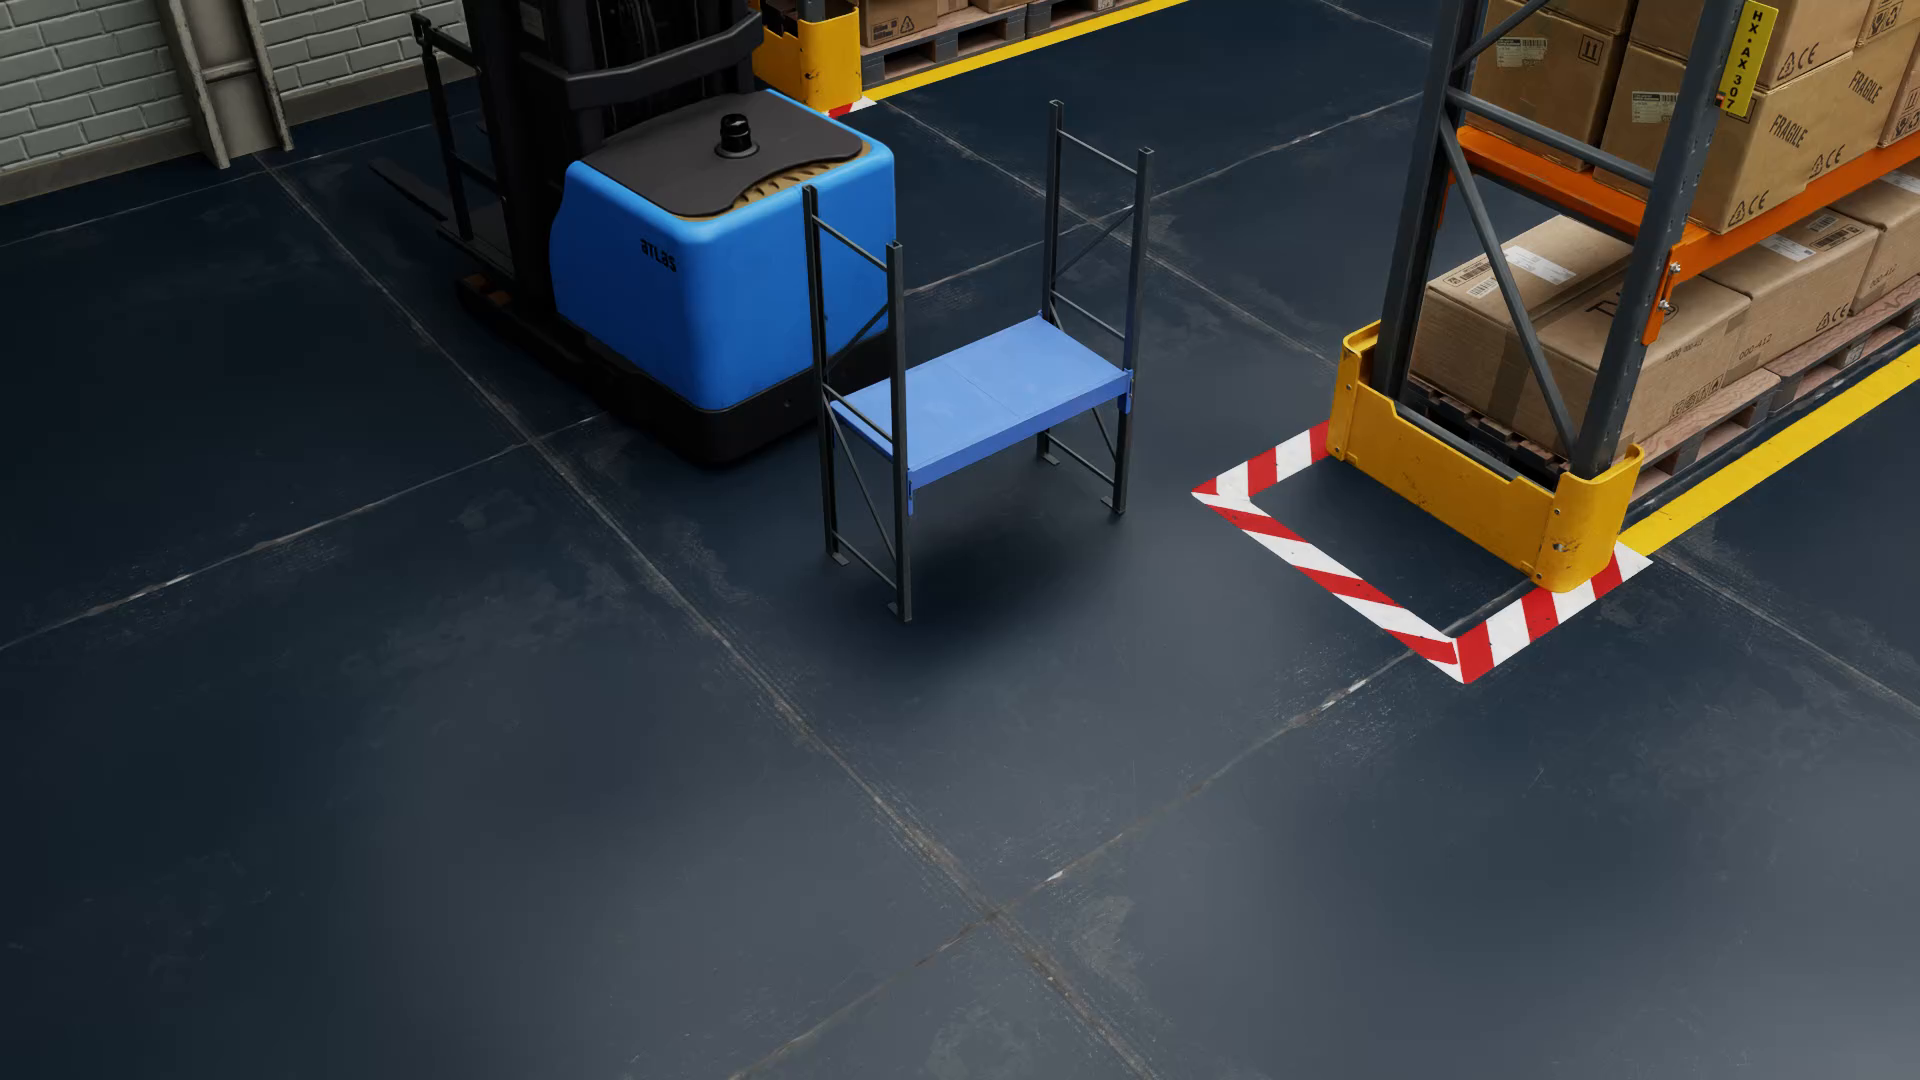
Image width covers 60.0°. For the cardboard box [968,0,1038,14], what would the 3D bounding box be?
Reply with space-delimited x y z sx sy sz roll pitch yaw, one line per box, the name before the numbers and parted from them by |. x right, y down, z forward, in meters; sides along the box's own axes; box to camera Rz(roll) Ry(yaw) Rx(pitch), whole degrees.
cardboard box | 0.174 -3.509 9.803 0.500 0.500 0.700 -24 45 -26

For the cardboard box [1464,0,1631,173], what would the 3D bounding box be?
cardboard box | 2.179 -1.677 5.851 0.500 0.500 0.500 -26 46 -28

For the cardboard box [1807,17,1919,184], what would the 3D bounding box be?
cardboard box | 2.897 -1.608 5.767 0.500 0.500 0.500 -27 46 -29

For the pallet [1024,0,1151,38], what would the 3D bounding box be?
pallet | 0.588 -3.542 10.402 1.213 0.211 1.003 -26 46 -28

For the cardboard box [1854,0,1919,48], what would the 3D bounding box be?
cardboard box | 2.917 -1.990 5.443 0.500 0.500 0.500 -27 47 -29

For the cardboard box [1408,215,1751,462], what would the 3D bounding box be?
cardboard box | 2.420 -0.796 6.545 0.875 0.438 0.875 -28 47 -29

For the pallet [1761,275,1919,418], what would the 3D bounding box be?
pallet | 3.510 -1.058 7.374 1.213 0.211 1.003 -26 46 -28

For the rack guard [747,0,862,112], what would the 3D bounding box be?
rack guard | -1.010 -2.877 9.363 0.348 0.500 1.175 -26 46 -28

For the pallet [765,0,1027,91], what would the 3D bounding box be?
pallet | -0.378 -3.074 9.830 1.213 0.211 1.003 -26 46 -28

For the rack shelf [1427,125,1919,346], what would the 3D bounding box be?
rack shelf | 3.543 -1.814 6.663 4.000 0.370 1.077 -26 46 -28

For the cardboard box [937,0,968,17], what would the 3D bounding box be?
cardboard box | -0.167 -3.207 9.711 0.250 0.149 0.380 -28 47 -30

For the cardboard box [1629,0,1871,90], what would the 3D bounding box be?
cardboard box | 2.511 -1.787 5.196 0.500 0.500 0.500 -27 46 -29

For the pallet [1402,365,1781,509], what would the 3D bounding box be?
pallet | 2.544 -0.589 6.802 1.213 0.211 1.003 -26 46 -28

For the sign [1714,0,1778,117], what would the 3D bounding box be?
sign | 2.291 -1.403 4.850 0.005 0.325 0.100 -26 46 -28

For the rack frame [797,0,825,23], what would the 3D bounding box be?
rack frame | -1.070 -3.814 8.534 0.127 3.000 1.000 -26 46 -28

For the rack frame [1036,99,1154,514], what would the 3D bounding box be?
rack frame | 0.471 -0.809 6.054 0.032 1.500 0.500 -26 46 -28

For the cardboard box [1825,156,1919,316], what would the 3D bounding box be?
cardboard box | 3.856 -1.502 7.405 0.875 0.438 0.875 -27 47 -29

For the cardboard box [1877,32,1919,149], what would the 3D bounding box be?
cardboard box | 3.311 -1.796 5.995 0.500 0.500 0.500 -26 46 -28

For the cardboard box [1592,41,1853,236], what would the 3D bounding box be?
cardboard box | 2.513 -1.399 5.511 0.500 0.500 0.500 -26 46 -28

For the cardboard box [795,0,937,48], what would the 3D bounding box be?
cardboard box | -0.528 -3.200 9.423 0.637 0.503 0.797 -28 47 -30

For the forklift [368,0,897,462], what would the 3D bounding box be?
forklift | -1.621 -2.275 6.712 1.130 2.935 3.031 -31 49 -32

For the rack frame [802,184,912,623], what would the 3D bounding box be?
rack frame | -0.335 -0.416 5.575 0.032 1.500 0.500 -26 46 -28

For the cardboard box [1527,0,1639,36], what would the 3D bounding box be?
cardboard box | 2.194 -2.050 5.517 0.500 0.500 0.500 -24 45 -27

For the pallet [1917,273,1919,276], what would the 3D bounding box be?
pallet | 4.478 -1.532 7.952 1.213 0.211 1.003 -26 46 -28

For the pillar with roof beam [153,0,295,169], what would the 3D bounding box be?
pillar with roof beam | -1.134 -3.380 3.275 0.400 9.000 9.100 -26 46 -28

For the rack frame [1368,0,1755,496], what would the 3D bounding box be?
rack frame | 1.957 -1.319 5.493 0.127 3.000 1.000 -26 46 -28

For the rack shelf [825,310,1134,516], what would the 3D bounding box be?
rack shelf | 0.068 -0.474 5.929 1.000 0.185 0.538 -26 46 -28

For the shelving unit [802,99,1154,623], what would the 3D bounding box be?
shelving unit | 0.068 -0.613 5.815 1.048 1.500 0.538 -26 46 -28

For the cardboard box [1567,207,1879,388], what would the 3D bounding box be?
cardboard box | 3.140 -1.154 6.981 0.875 0.438 0.875 -25 45 -27

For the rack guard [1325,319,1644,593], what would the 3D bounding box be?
rack guard | 1.938 -0.343 6.274 0.348 0.500 1.175 -26 46 -28
